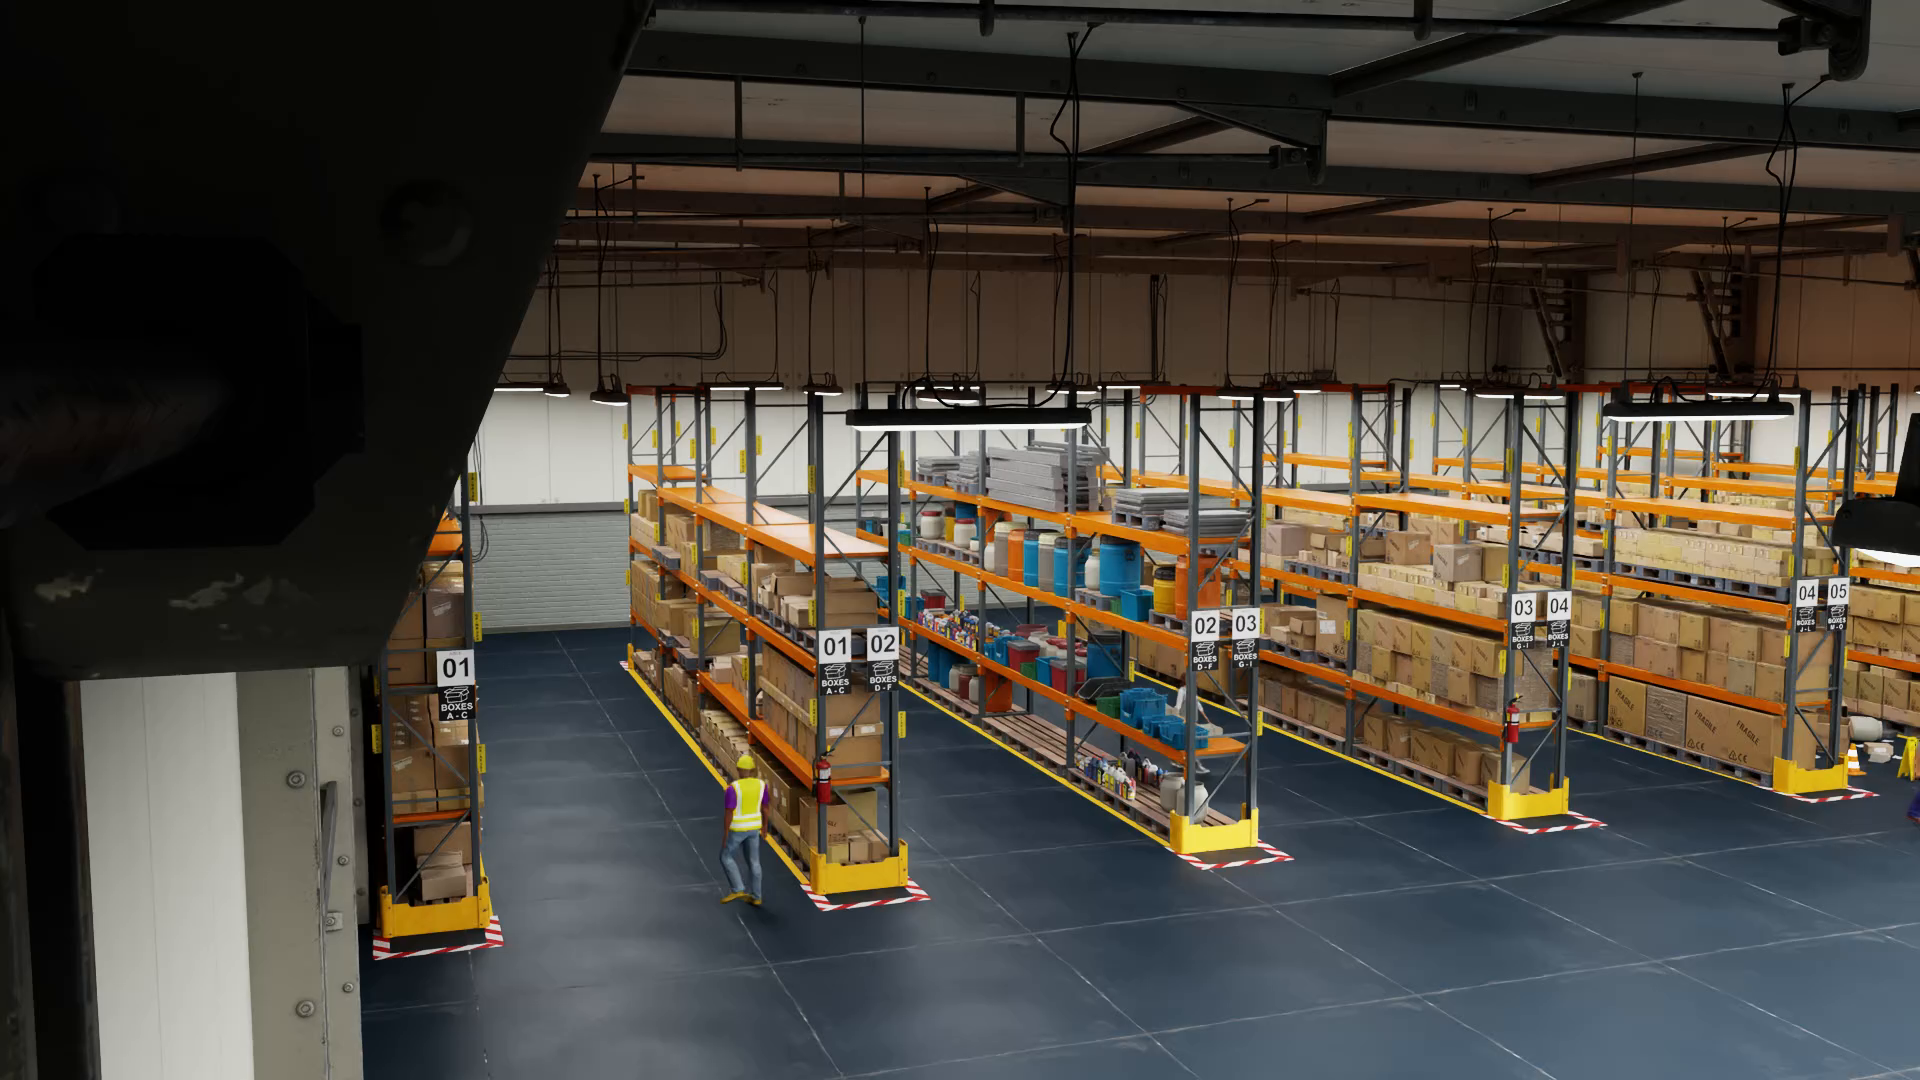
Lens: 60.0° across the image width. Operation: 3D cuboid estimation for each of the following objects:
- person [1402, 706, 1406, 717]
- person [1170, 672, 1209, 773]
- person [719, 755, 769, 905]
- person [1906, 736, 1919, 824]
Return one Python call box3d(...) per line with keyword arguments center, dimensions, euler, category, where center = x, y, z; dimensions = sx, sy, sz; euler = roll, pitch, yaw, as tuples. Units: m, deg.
box3d(center=(7.876, 2.388, 29.796), dimensions=(0.604, 1.757, 0.738), euler=(0, 6, -3), category="person")
box3d(center=(3.649, 2.848, 26.098), dimensions=(0.821, 1.568, 0.459), euler=(4, 7, 37), category="person")
box3d(center=(-2.536, 3.415, 19.663), dimensions=(0.649, 1.749, 0.511), euler=(-5, 8, -41), category="person")
box3d(center=(13.375, 3.166, 22.726), dimensions=(0.508, 1.607, 0.932), euler=(-3, 7, -26), category="person")
